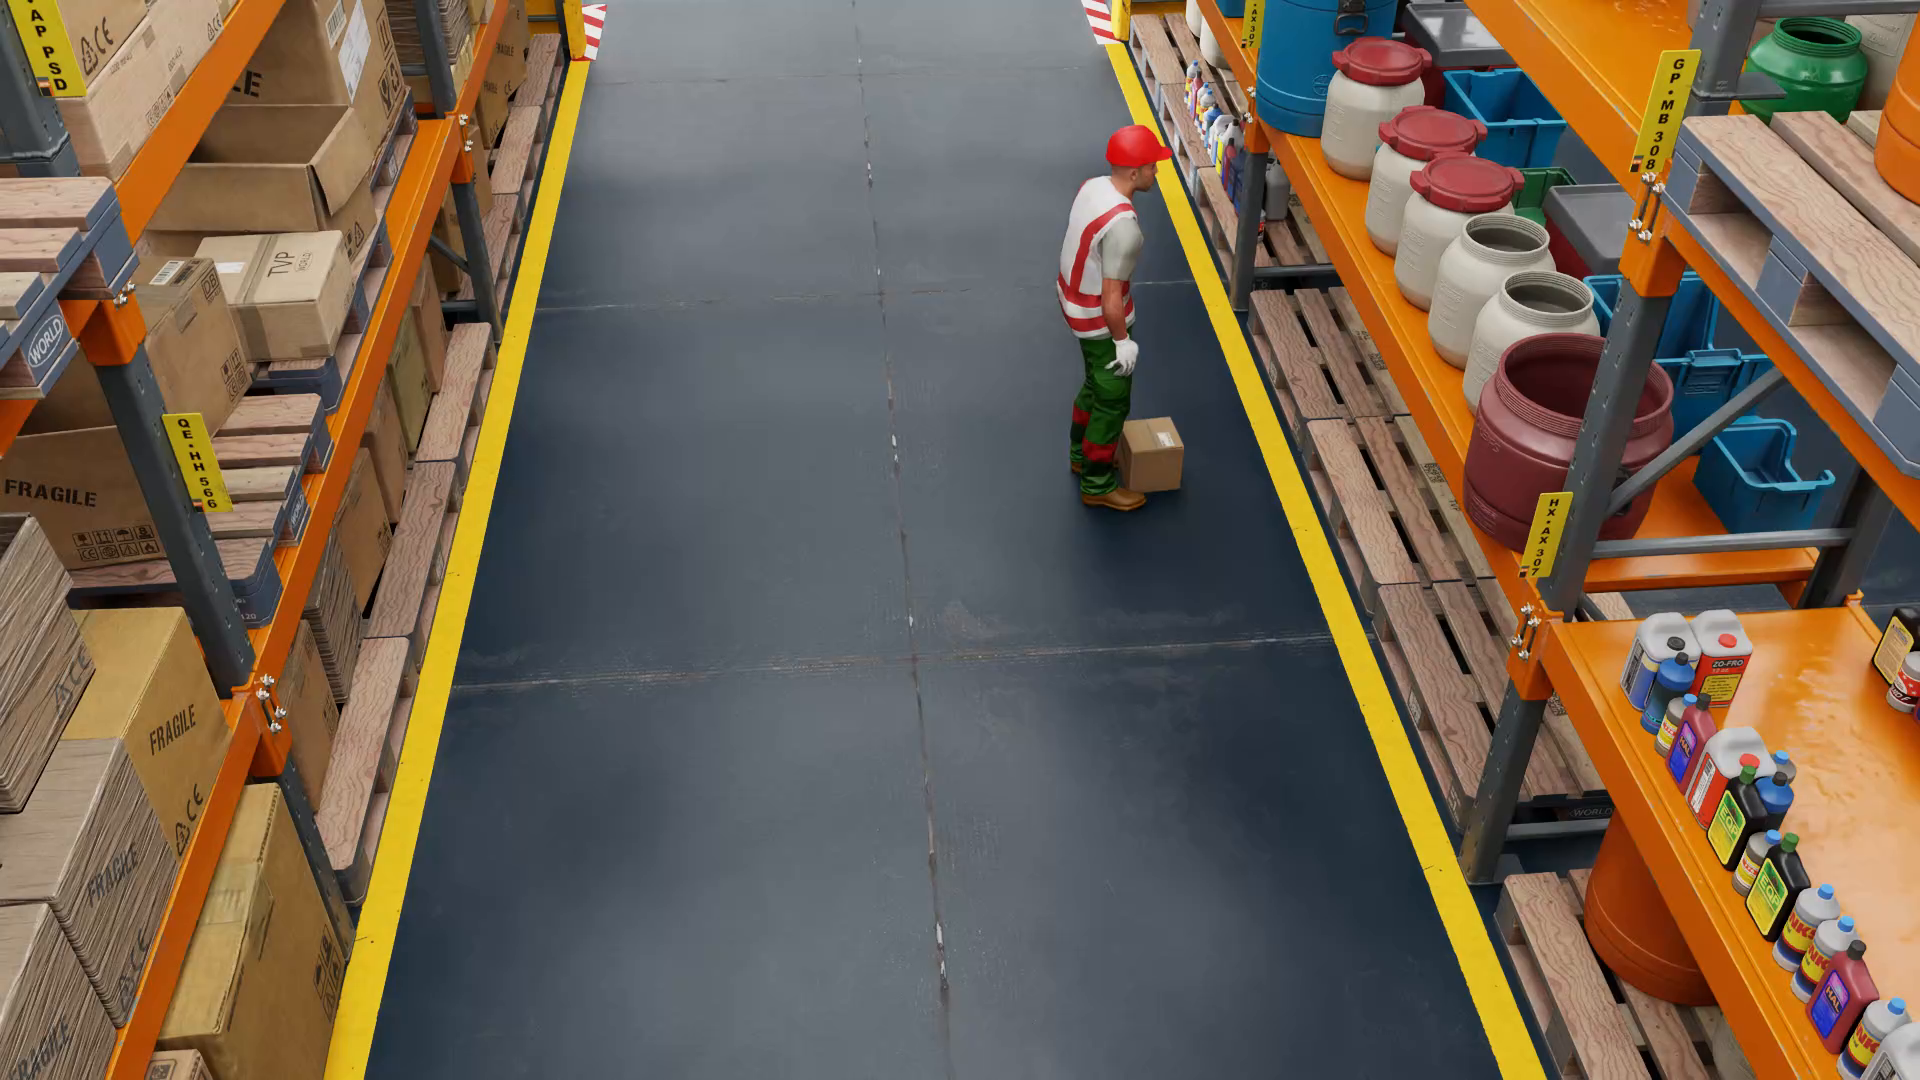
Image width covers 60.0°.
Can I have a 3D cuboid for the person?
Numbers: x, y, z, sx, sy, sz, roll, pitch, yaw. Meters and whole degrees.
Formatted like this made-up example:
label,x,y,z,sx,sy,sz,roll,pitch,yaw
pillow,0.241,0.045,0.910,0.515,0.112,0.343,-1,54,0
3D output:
label,x,y,z,sx,sy,sz,roll,pitch,yaw
person,0.666,-0.984,7.371,0.452,1.774,0.610,-5,39,-6
